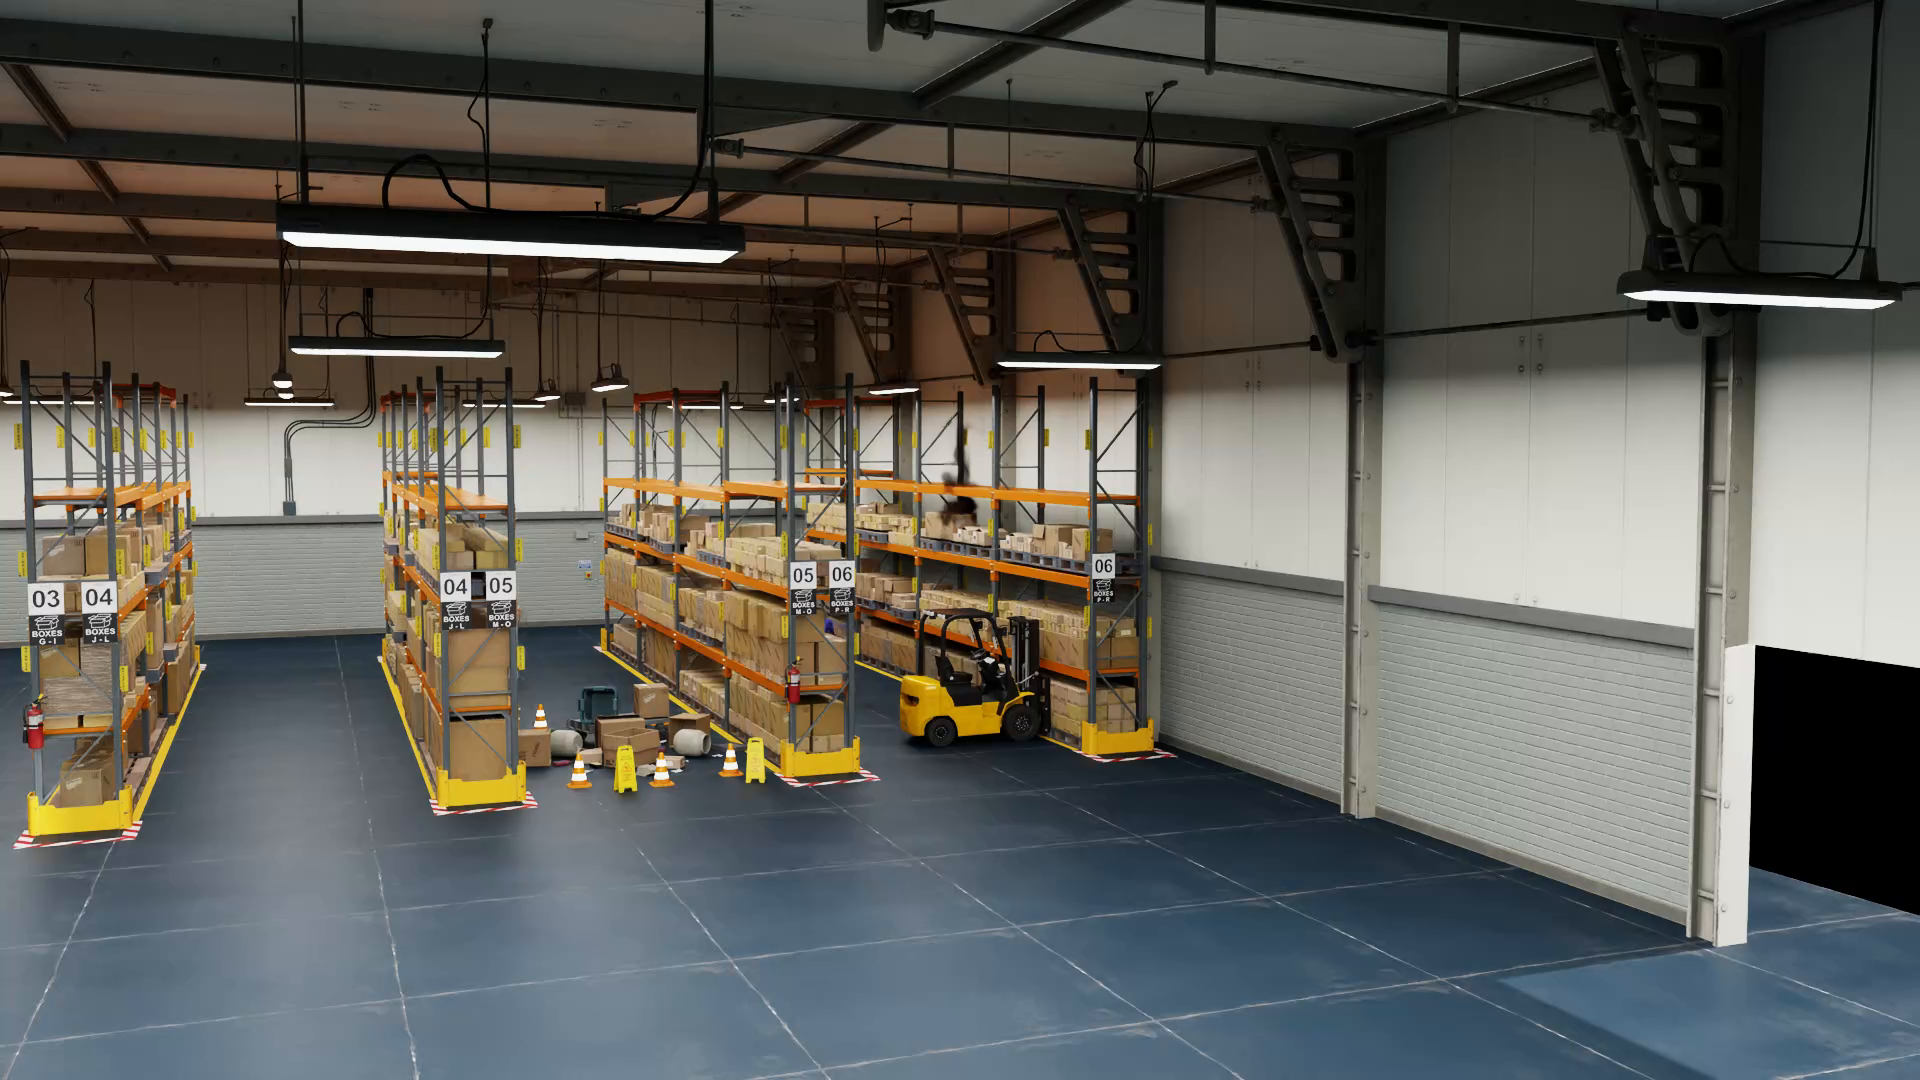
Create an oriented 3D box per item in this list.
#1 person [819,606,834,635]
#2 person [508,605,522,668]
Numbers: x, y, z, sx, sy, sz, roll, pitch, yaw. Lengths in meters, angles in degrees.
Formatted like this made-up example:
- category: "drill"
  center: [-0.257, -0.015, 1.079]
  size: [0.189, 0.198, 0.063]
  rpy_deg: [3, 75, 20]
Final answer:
- category: "person"
  center: [-2.763, 2.190, 33.254]
  size: [0.590, 1.733, 0.758]
  rpy_deg: [-2, 4, -27]
- category: "person"
  center: [-9.828, 2.013, 36.179]
  size: [0.564, 1.671, 0.923]
  rpy_deg: [-1, 4, -21]
